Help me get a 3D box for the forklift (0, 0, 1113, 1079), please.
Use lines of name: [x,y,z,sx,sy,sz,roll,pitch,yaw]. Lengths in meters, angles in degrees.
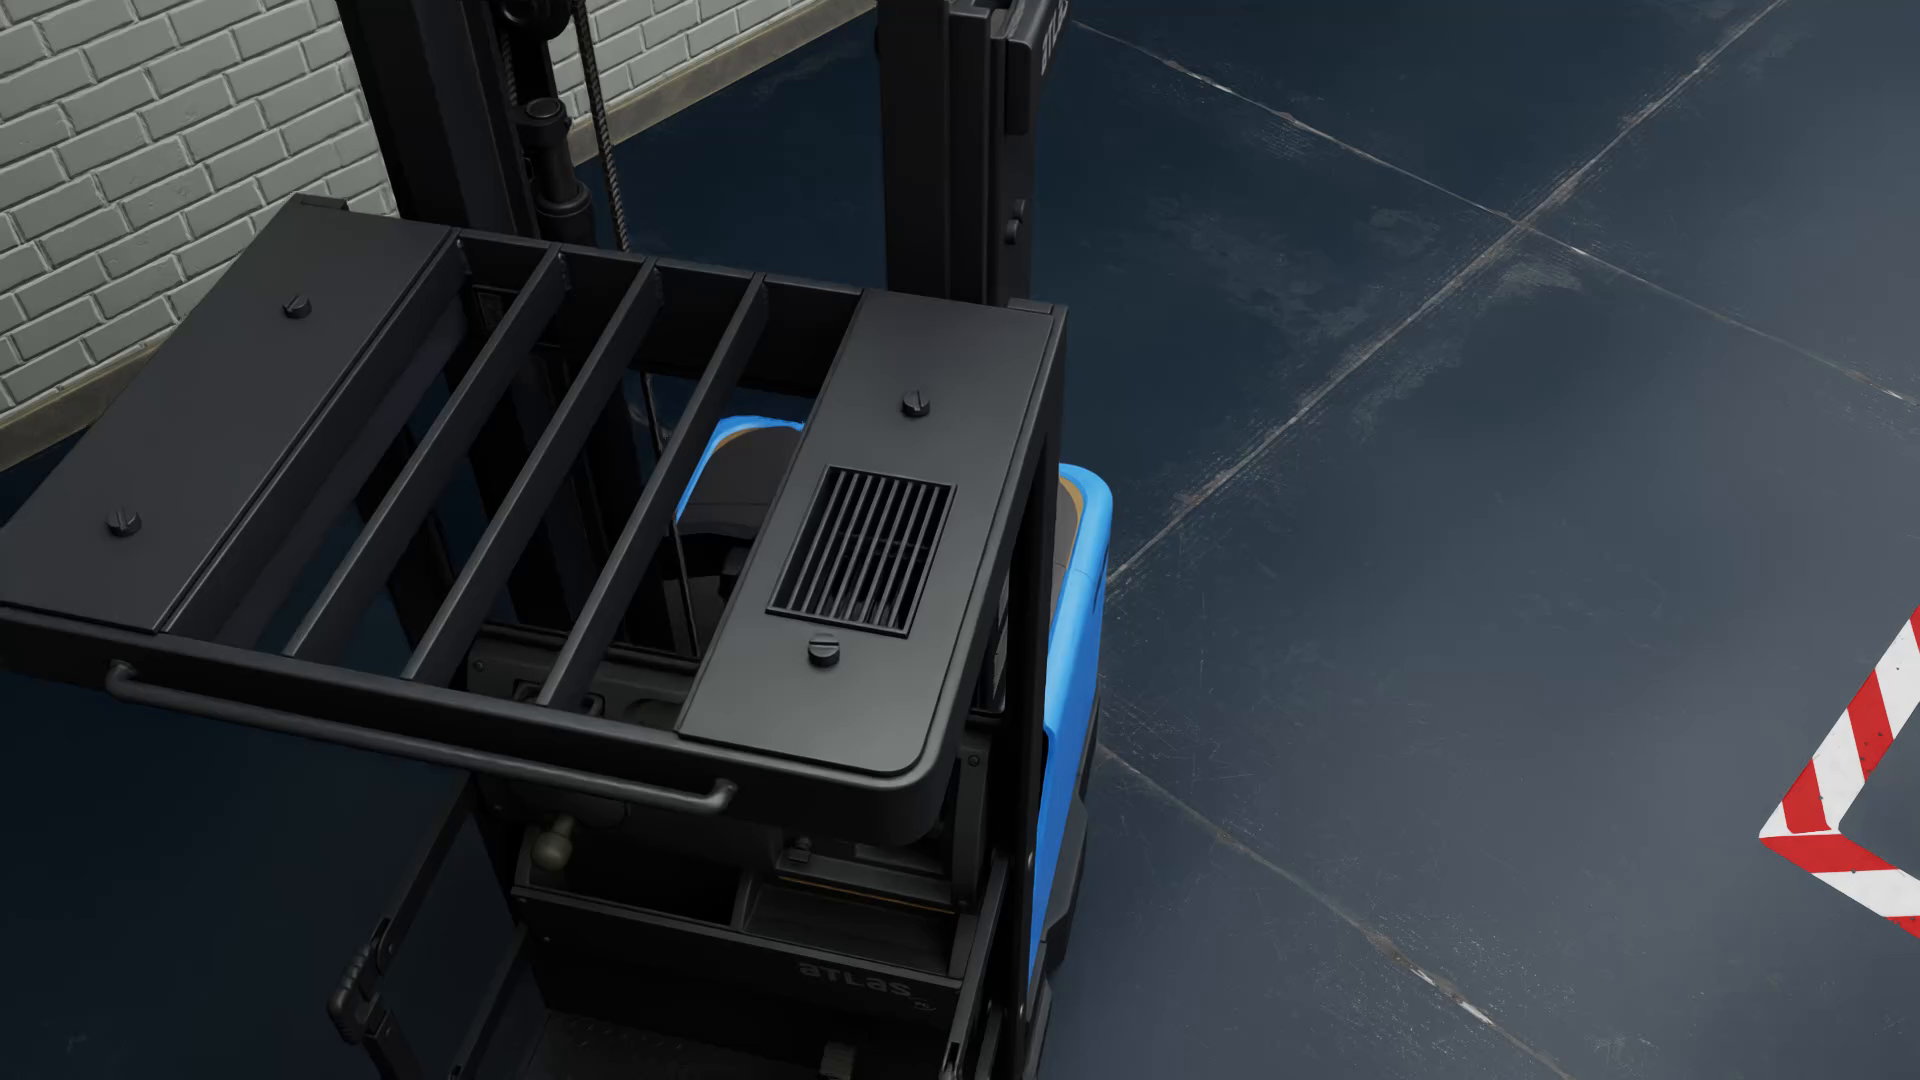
forklift: [-0.458,0.532,2.740,1.130,2.935,3.031,10,48,9]
